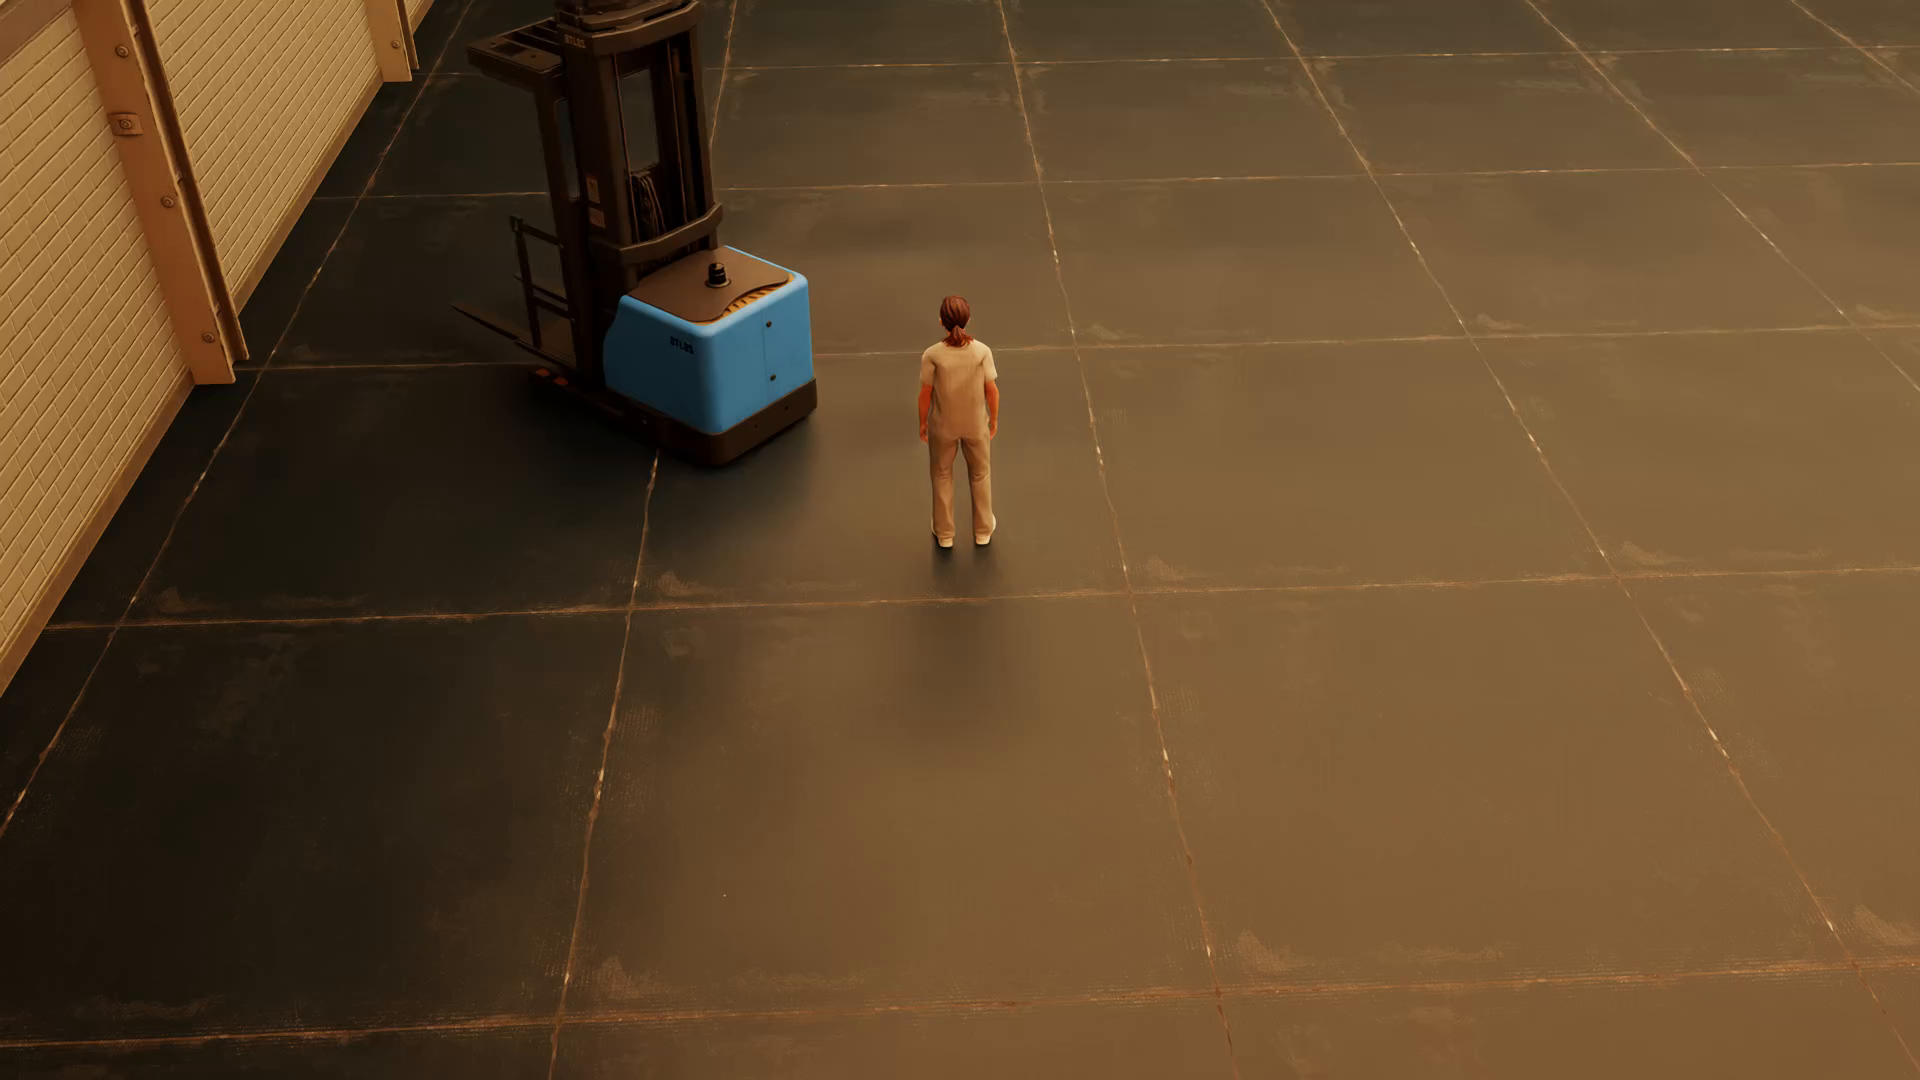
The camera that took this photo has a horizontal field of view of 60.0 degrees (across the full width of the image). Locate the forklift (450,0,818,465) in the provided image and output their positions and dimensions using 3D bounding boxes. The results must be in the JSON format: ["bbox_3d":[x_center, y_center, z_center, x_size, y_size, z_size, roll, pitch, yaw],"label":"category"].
[{"bbox_3d":[-2.470,-2.395,11.298,3.031,2.935,1.130,25,43,30],"label":"forklift"}]

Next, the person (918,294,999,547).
[{"bbox_3d":[-0.007,-0.698,10.039,0.495,1.672,0.361,-3,36,-4],"label":"person"}]
